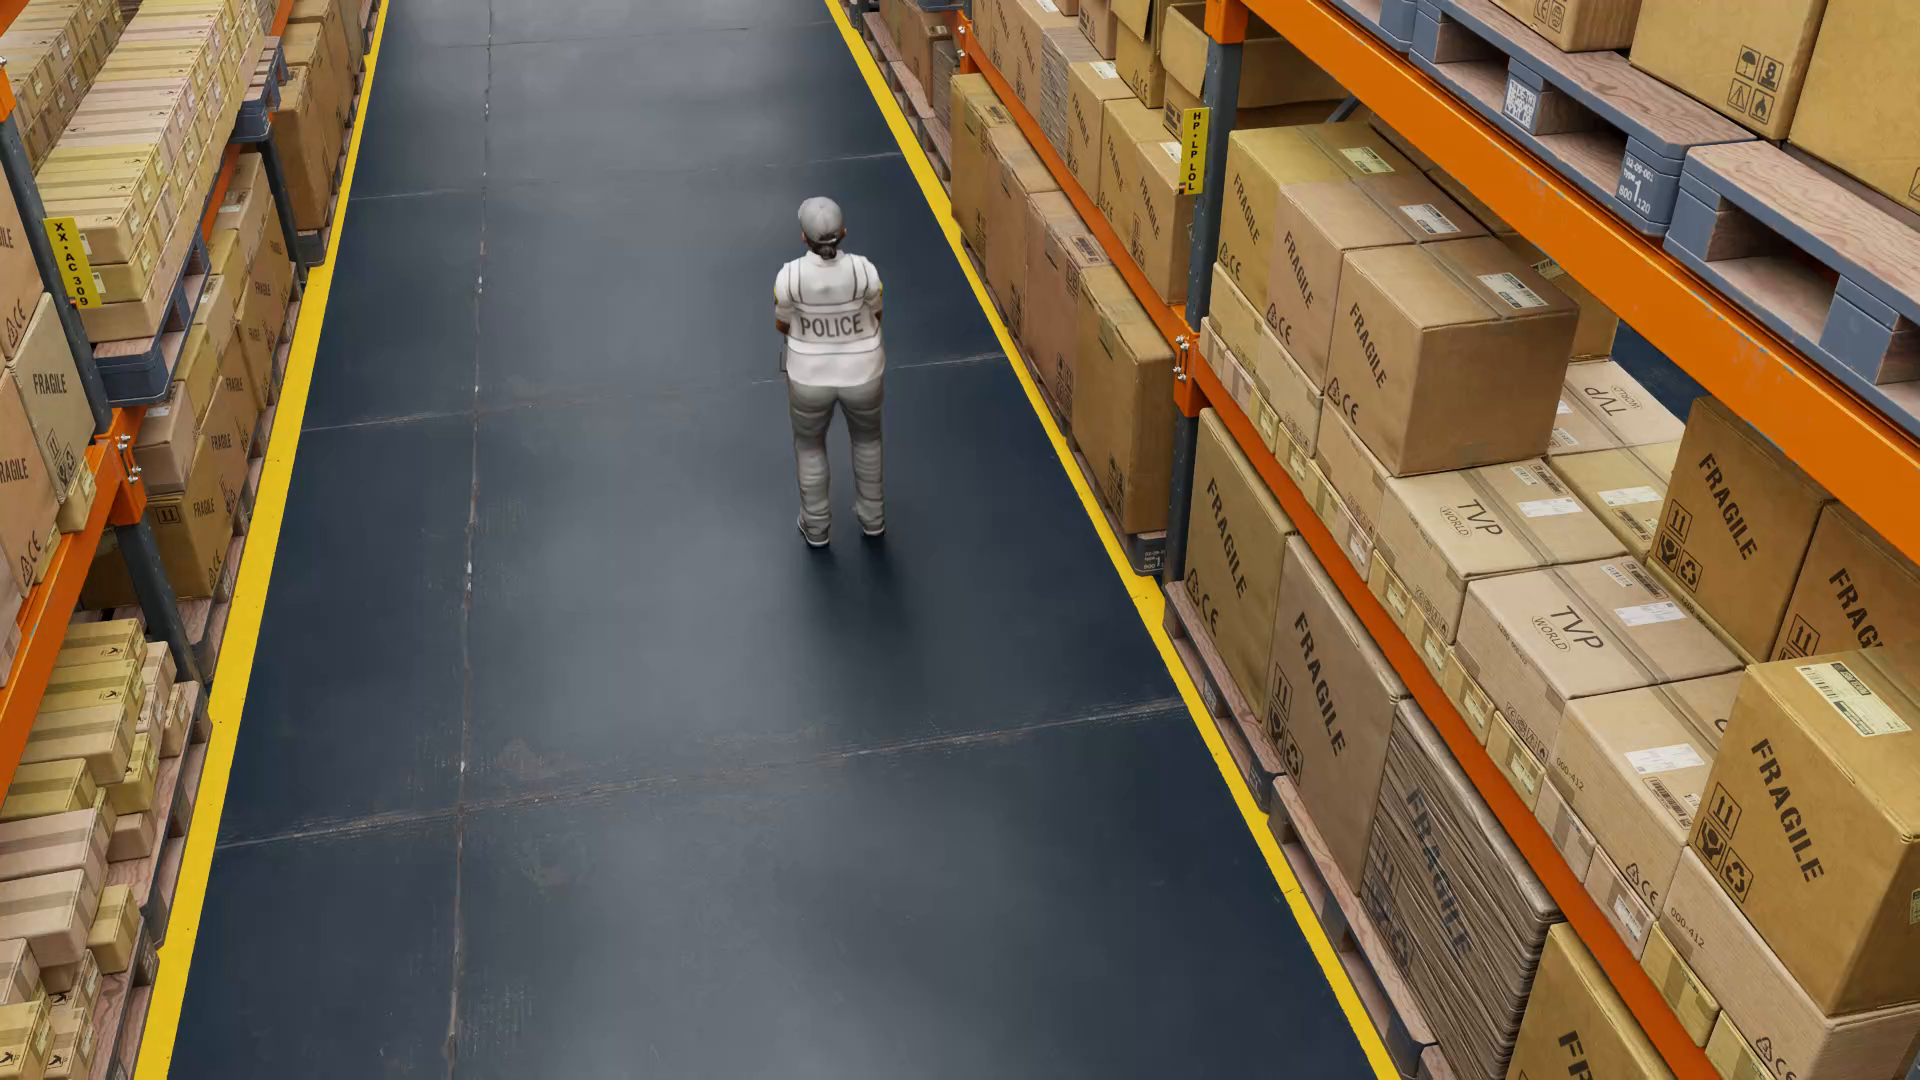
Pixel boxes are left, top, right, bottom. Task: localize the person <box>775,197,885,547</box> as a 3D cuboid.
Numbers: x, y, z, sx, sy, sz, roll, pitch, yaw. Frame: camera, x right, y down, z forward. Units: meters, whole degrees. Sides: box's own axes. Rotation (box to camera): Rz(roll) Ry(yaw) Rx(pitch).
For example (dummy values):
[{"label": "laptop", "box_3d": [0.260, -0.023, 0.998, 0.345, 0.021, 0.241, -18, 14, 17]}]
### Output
[{"label": "person", "box_3d": [-0.558, -0.750, 7.231, 0.457, 1.662, 0.532, -4, 35, -6]}]
